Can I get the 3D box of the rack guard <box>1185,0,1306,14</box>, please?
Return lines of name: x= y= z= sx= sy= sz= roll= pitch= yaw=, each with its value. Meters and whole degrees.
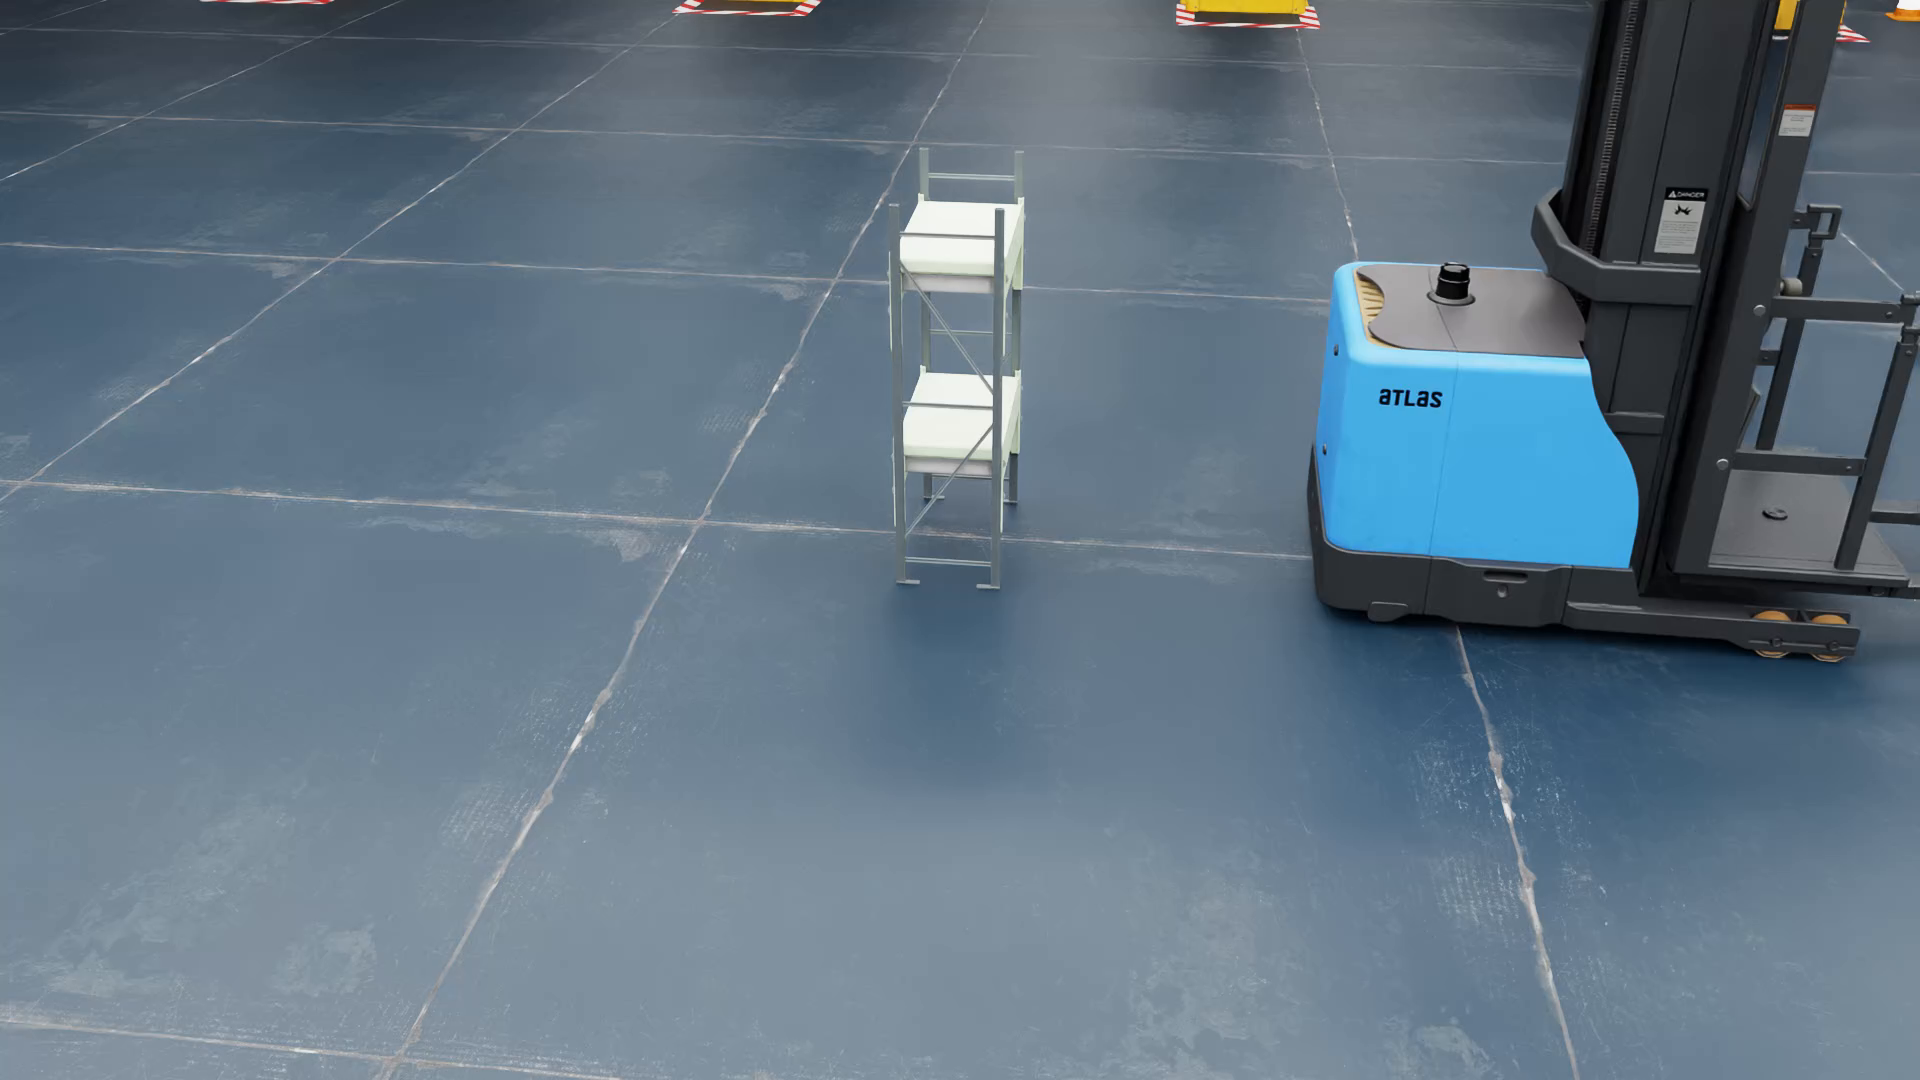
rack guard: x=2.836 y=-5.505 z=16.442 sx=1.175 sy=0.500 sz=0.348 roll=3 pitch=28 yaw=6

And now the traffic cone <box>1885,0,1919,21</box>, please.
traffic cone: x=9.211 y=-5.285 z=16.071 sx=0.336 sy=0.463 sz=0.334 roll=3 pitch=28 yaw=6

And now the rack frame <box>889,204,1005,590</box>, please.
rack frame: x=-0.046 y=-0.485 z=6.069 sx=0.400 sy=1.500 sz=0.023 roll=3 pitch=28 yaw=6

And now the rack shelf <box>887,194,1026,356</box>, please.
rack shelf: x=-0.001 y=-1.001 z=6.203 sx=0.431 sy=0.370 sz=0.720 roll=3 pitch=28 yaw=6

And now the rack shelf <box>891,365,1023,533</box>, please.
rack shelf: x=-0.001 y=-0.370 z=6.543 sx=0.431 sy=0.370 sz=0.720 roll=3 pitch=28 yaw=6

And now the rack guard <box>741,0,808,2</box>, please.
rack guard: x=-2.126 y=-5.796 z=16.981 sx=1.175 sy=0.500 sz=0.348 roll=3 pitch=28 yaw=6

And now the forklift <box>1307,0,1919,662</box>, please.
forklift: x=2.893 y=-1.125 z=5.747 sx=3.031 sy=2.935 sz=1.130 roll=4 pitch=29 yaw=7

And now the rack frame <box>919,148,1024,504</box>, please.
rack frame: x=0.044 y=-0.829 z=6.708 sx=0.400 sy=1.500 sz=0.023 roll=3 pitch=28 yaw=6

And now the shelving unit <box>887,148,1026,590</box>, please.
shelving unit: x=-0.001 y=-0.657 z=6.388 sx=0.431 sy=1.500 sz=0.755 roll=3 pitch=28 yaw=6

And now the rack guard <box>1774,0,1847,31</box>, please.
rack guard: x=7.734 y=-5.122 z=15.731 sx=1.175 sy=0.500 sz=0.348 roll=3 pitch=28 yaw=6
